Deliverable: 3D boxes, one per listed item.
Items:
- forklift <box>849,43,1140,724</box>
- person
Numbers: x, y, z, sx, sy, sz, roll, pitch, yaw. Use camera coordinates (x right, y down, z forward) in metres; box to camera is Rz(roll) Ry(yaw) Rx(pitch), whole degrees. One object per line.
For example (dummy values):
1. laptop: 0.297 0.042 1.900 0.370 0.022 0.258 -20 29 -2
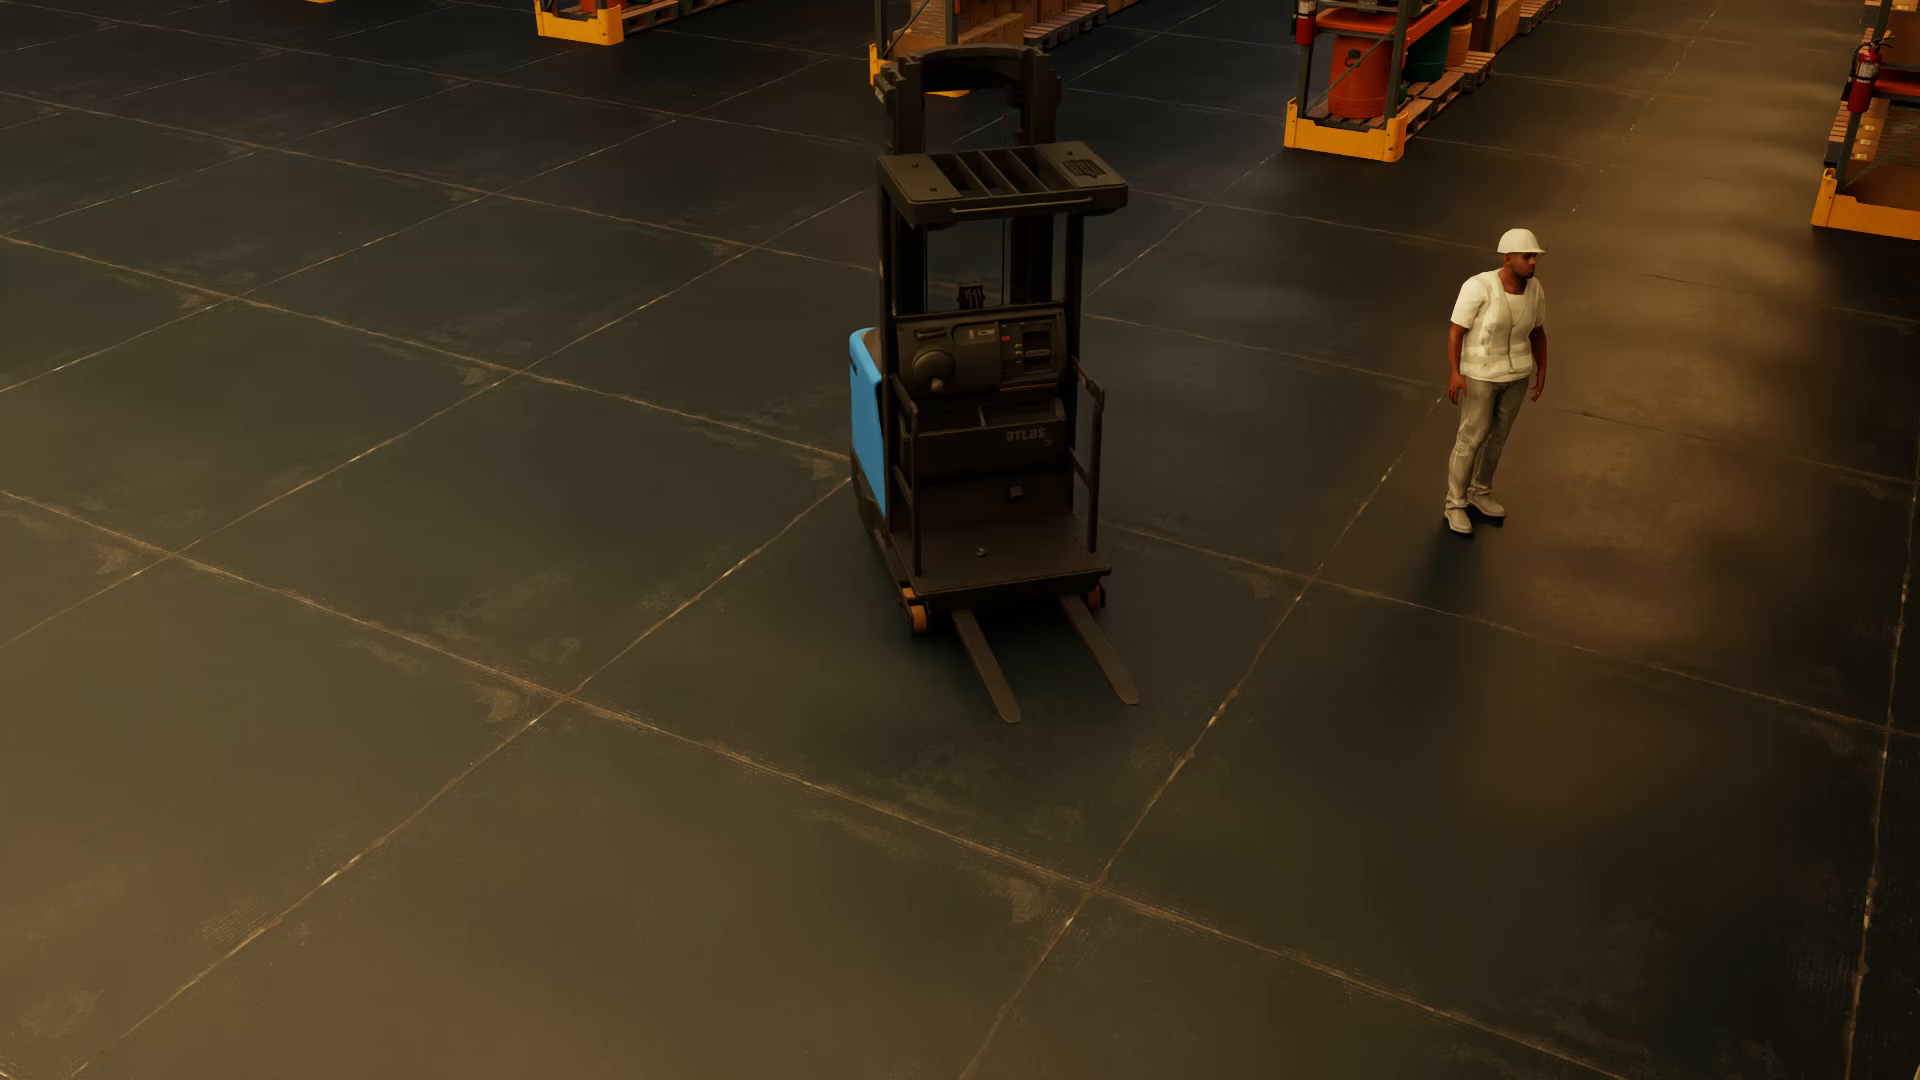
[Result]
1. forklift: 0.179 -0.964 8.741 1.130 2.935 3.031 -7 31 -13
2. person: 3.224 -0.956 9.877 0.666 1.765 0.578 -9 31 -15
